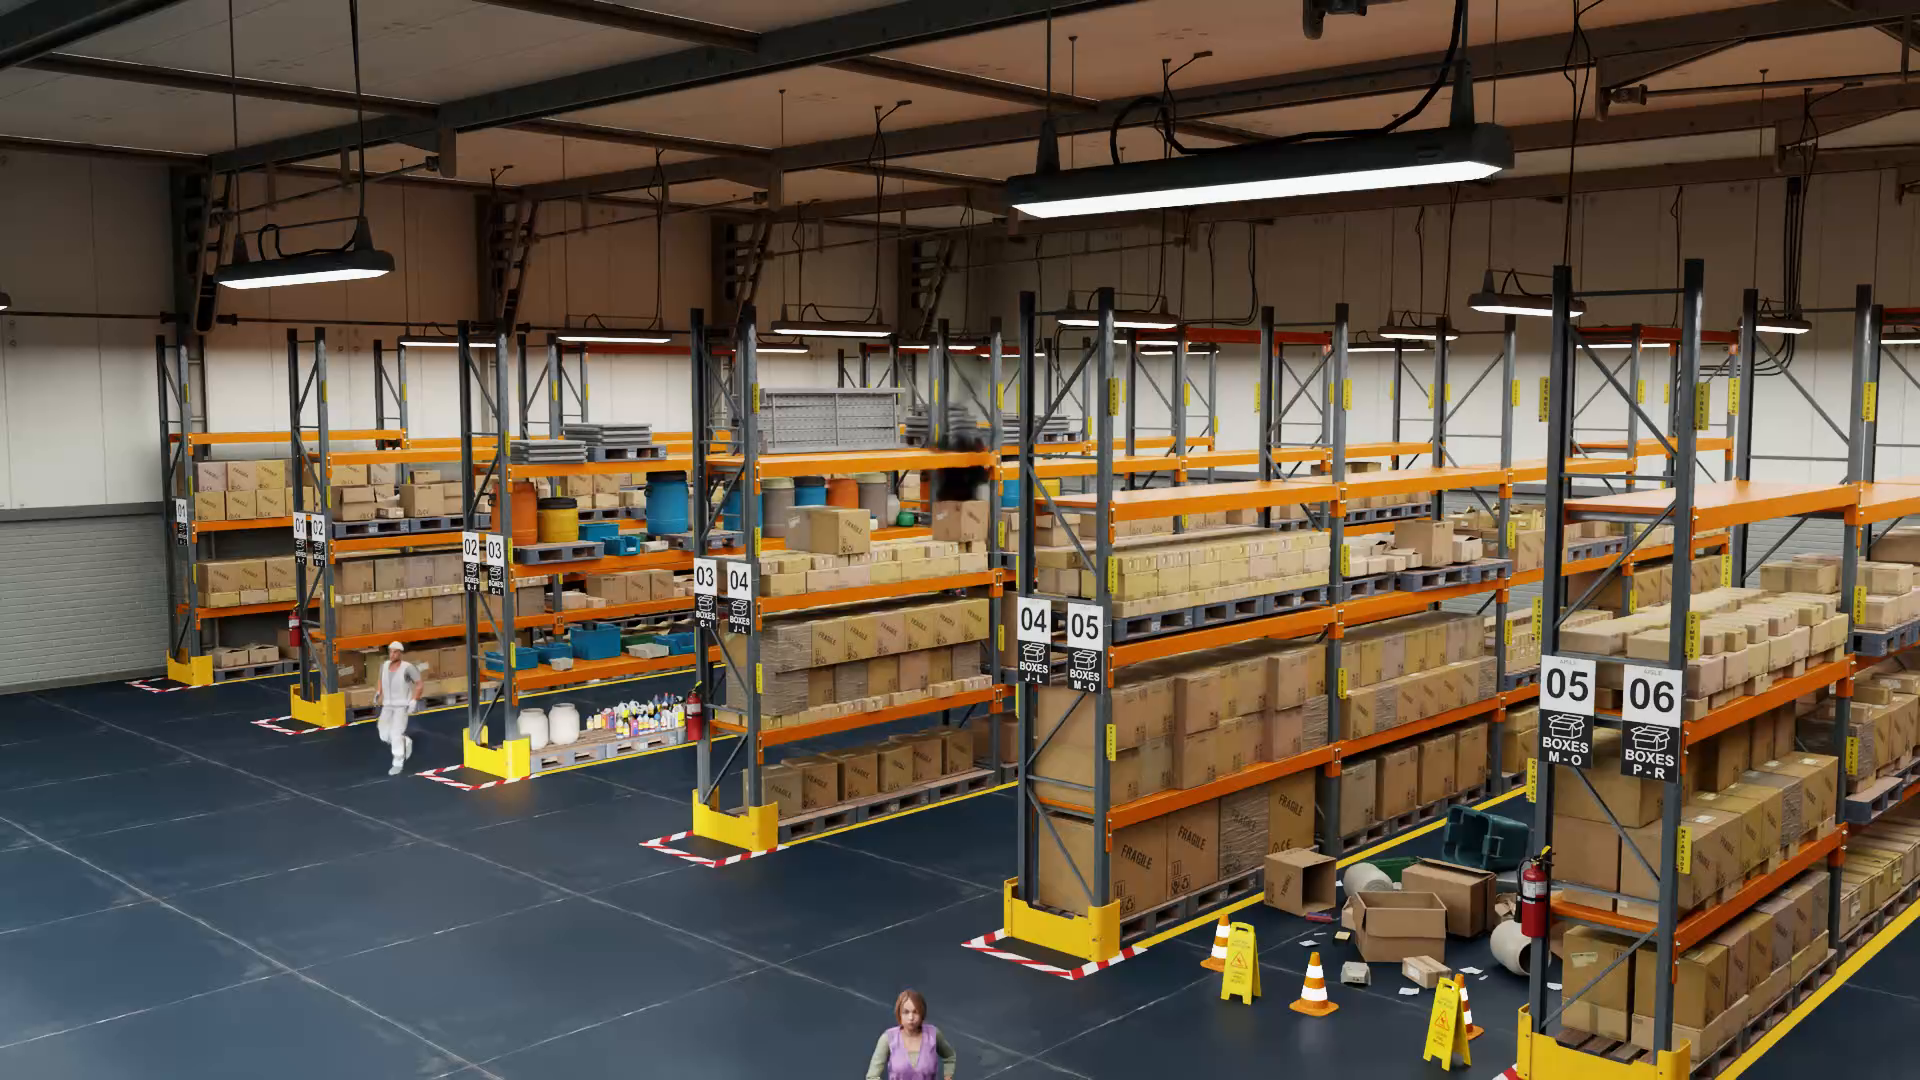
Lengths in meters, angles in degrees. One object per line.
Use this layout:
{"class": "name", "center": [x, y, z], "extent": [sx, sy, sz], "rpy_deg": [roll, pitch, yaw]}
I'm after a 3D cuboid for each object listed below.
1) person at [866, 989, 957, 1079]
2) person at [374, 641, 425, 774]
{"class": "person", "center": [-0.285, 3.436, 9.858], "extent": [0.544, 1.586, 0.879], "rpy_deg": [0, 5, -3]}
{"class": "person", "center": [-7.502, 2.218, 22.227], "extent": [0.694, 1.751, 0.566], "rpy_deg": [2, 6, 17]}
